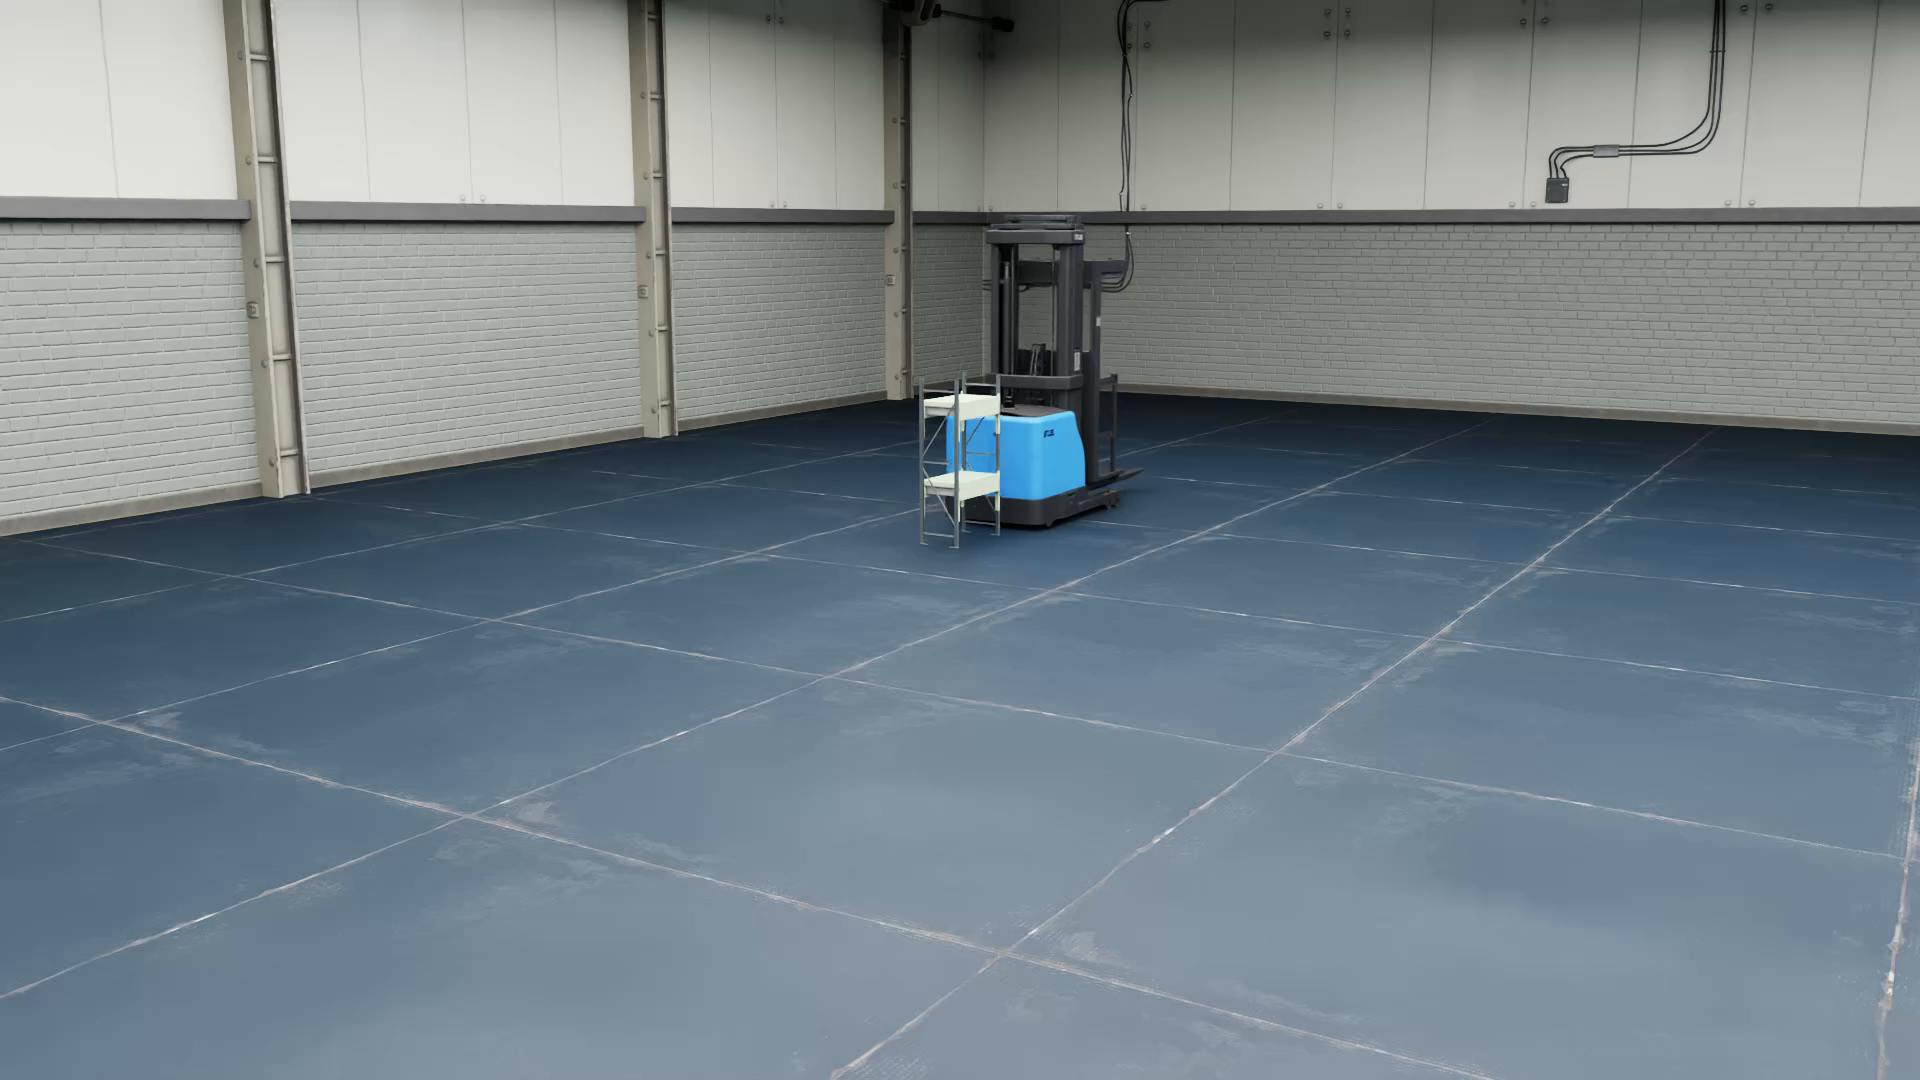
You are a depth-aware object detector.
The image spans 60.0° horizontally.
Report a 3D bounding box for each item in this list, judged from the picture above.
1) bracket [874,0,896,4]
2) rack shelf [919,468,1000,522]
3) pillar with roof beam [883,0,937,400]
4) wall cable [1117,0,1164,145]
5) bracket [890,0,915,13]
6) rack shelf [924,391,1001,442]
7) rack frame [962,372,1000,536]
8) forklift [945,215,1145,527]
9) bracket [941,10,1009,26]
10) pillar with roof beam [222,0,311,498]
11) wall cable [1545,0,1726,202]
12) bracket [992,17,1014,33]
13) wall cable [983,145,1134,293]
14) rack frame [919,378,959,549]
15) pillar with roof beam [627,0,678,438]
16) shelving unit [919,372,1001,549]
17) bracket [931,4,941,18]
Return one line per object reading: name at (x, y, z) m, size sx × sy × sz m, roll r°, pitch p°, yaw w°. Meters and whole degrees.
bracket at (-2.262, -8.065, 24.095) m, size 0.076 × 0.066 × 4.783 m, roll 6°, pitch 12°, yaw 31°
rack shelf at (0.003, -0.418, 15.178) m, size 0.431 × 0.370 × 0.720 m, roll 6°, pitch 12°, yaw 31°
pillar with roof beam at (2.667, -6.389, 24.923) m, size 9.100 × 9.000 × 0.548 m, roll 6°, pitch 12°, yaw 31°
wall cable at (3.960, -7.835, 27.361) m, size 3.097 × 2.526 × 0.112 m, roll 6°, pitch 12°, yaw 31°
bracket at (-0.924, -8.471, 26.259) m, size 0.235 × 0.232 × 0.430 m, roll 6°, pitch 12°, yaw 31°
rack shelf at (0.003, -1.122, 15.046) m, size 0.431 × 0.370 × 0.720 m, roll 6°, pitch 12°, yaw 31°
rack frame at (0.193, -0.796, 15.425) m, size 0.400 × 1.500 × 0.023 m, roll 6°, pitch 12°, yaw 31°
forklift at (1.006, -1.792, 16.854) m, size 1.130 × 2.935 × 3.031 m, roll 6°, pitch 12°, yaw 28°
bracket at (0.430, -8.881, 28.451) m, size 0.076 × 0.066 × 3.189 m, roll 6°, pitch 12°, yaw 31°
pillar with roof beam at (-3.563, -4.502, 14.843) m, size 9.100 × 9.000 × 0.400 m, roll 6°, pitch 12°, yaw 31°
wall cable at (9.753, -7.900, 23.749) m, size 2.305 × 6.003 × 0.169 m, roll 6°, pitch 12°, yaw 31°
bracket at (0.737, -8.974, 28.947) m, size 0.235 × 0.232 × 0.430 m, roll 6°, pitch 12°, yaw 31°
wall cable at (1.647, -5.611, 29.206) m, size 3.097 × 2.526 × 0.112 m, roll 6°, pitch 12°, yaw 31°
rack frame at (-0.187, -0.681, 14.810) m, size 0.400 × 1.500 × 0.023 m, roll 6°, pitch 12°, yaw 31°
pillar with roof beam at (-0.448, -5.446, 19.883) m, size 9.100 × 9.000 × 0.400 m, roll 6°, pitch 12°, yaw 31°
shelving unit at (0.003, -0.738, 15.118) m, size 0.431 × 1.500 × 0.755 m, roll 6°, pitch 12°, yaw 31°
bracket at (-0.493, -8.601, 26.957) m, size 0.235 × 0.232 × 0.430 m, roll 6°, pitch 12°, yaw 31°
